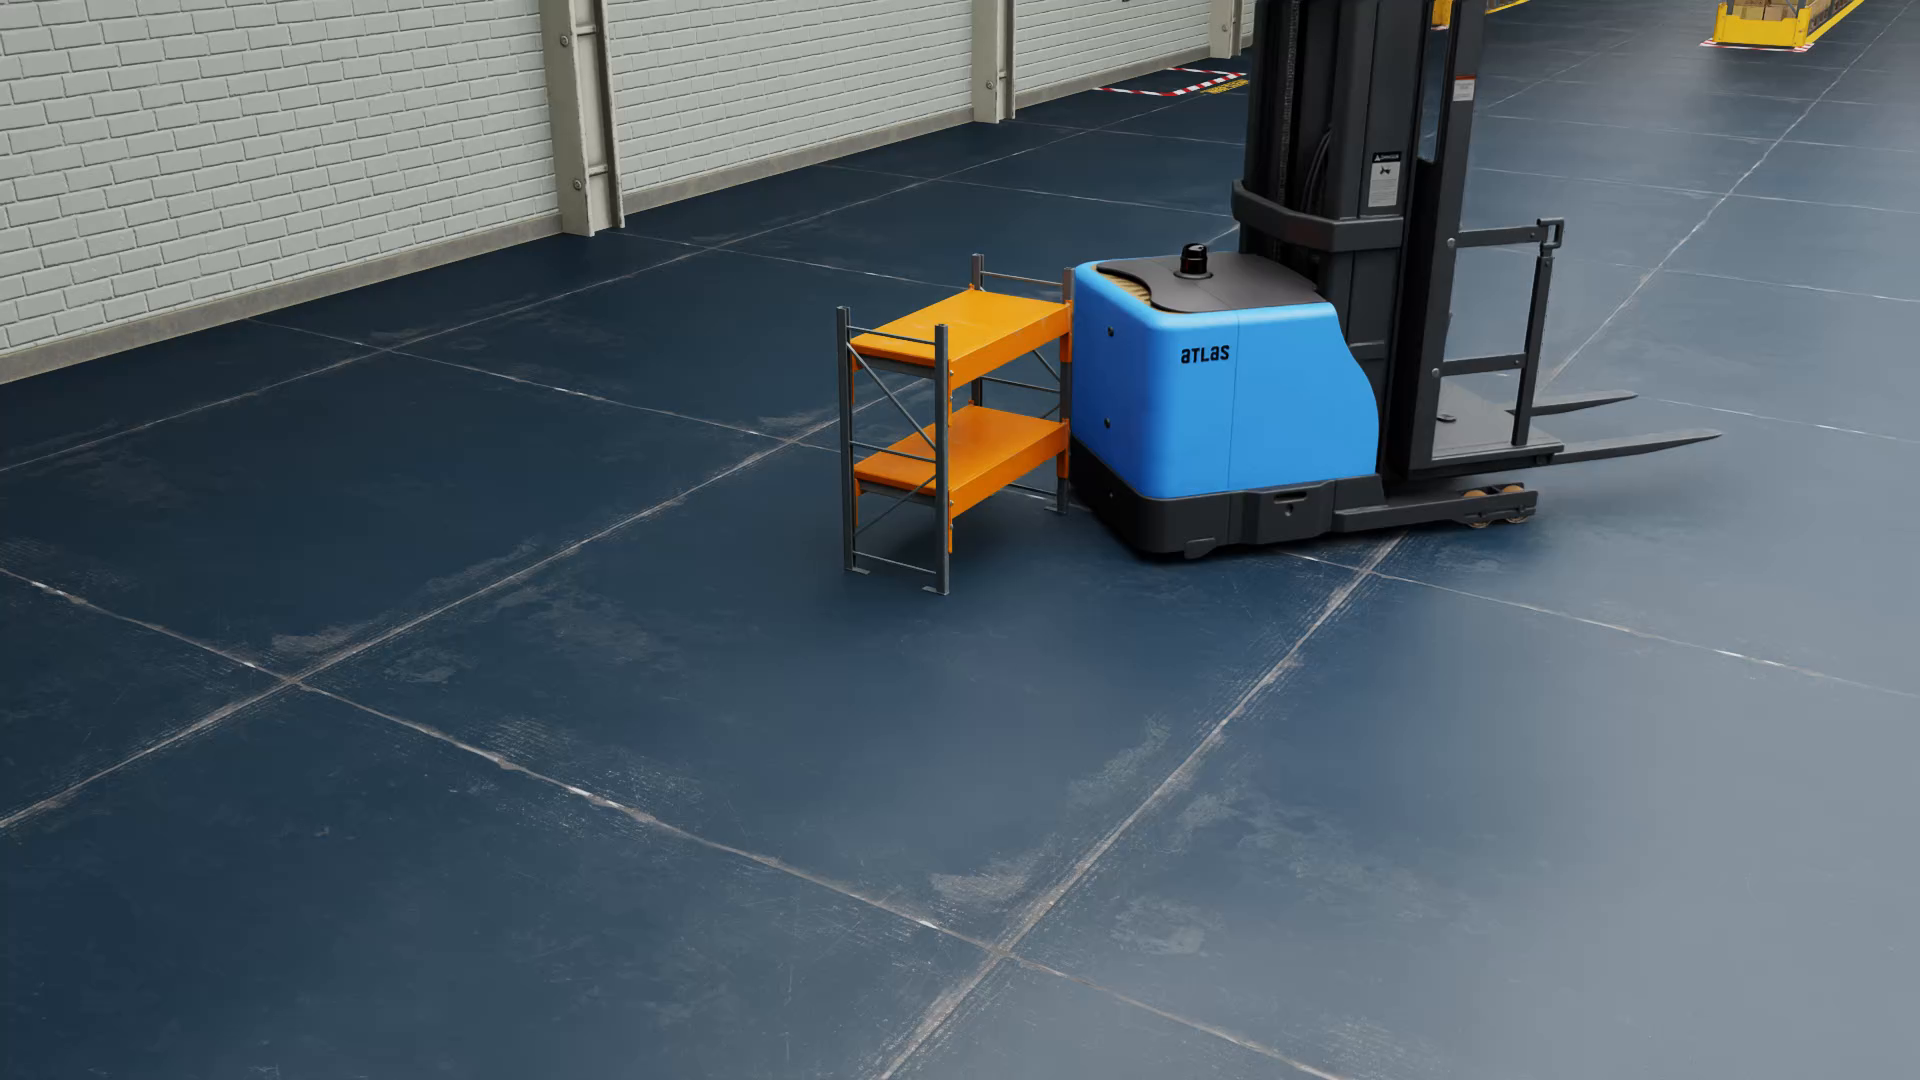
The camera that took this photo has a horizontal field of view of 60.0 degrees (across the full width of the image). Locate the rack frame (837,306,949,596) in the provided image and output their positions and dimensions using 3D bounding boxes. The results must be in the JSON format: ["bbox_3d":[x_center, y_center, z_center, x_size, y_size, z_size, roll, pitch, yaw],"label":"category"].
[{"bbox_3d":[-0.265,-0.347,6.635,0.500,1.125,0.032,14,27,29],"label":"rack frame"}]

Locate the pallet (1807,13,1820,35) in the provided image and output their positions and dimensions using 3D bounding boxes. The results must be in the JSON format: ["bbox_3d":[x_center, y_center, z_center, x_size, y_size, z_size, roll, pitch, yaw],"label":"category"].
[{"bbox_3d":[12.266,-7.781,24.958,1.003,0.211,1.213,14,27,29],"label":"pallet"}]

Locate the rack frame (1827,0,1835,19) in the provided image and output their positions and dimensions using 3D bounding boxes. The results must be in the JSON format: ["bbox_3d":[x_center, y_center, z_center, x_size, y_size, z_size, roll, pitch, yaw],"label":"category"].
[{"bbox_3d":[13.364,-9.734,25.959,1.000,3.000,0.127,14,27,29],"label":"rack frame"}]

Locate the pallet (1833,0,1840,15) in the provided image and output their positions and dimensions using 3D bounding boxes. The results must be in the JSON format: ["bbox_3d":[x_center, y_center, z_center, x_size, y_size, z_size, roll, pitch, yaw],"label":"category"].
[{"bbox_3d":[13.719,-8.711,27.106,1.003,0.211,1.213,14,27,29],"label":"pallet"}]

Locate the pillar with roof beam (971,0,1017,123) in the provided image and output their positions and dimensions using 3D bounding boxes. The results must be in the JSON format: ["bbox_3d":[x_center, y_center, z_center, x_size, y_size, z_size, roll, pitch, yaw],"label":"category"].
[{"bbox_3d":[4.005,-7.639,13.568,9.100,9.000,0.400,14,27,29],"label":"pillar with roof beam"}]

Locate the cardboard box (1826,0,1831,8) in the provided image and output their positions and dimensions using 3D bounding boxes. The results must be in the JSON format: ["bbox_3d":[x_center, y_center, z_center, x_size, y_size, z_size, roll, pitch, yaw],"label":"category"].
[{"bbox_3d":[13.305,-8.462,25.954,0.500,0.250,0.500,14,27,29],"label":"cardboard box"}]

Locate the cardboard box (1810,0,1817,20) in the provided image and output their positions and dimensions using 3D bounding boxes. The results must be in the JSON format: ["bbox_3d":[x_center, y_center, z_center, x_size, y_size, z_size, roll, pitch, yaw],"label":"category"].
[{"bbox_3d":[12.251,-7.787,24.395,0.500,0.250,0.500,14,27,29],"label":"cardboard box"}]

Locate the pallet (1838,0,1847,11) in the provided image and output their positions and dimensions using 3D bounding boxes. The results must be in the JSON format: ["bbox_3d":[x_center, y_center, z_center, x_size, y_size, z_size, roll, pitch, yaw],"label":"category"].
[{"bbox_3d":[14.362,-9.124,28.061,1.003,0.211,1.213,14,27,29],"label":"pallet"}]

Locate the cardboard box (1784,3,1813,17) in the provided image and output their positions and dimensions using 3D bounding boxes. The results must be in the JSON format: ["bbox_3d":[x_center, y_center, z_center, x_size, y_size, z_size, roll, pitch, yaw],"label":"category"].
[{"bbox_3d":[11.986,-7.618,24.005,0.500,0.250,0.500,14,27,29],"label":"cardboard box"}]

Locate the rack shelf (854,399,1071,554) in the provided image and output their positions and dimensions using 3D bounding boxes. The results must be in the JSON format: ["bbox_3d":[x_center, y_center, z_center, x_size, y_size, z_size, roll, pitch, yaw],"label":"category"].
[{"bbox_3d":[0.004,-0.294,7.129,0.538,0.278,1.000,14,27,29],"label":"rack shelf"}]

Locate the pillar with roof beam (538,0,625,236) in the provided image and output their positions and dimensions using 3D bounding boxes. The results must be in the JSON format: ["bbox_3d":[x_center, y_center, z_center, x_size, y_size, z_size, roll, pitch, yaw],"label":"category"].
[{"bbox_3d":[0.840,-5.614,8.891,9.100,9.000,0.400,14,27,29],"label":"pillar with roof beam"}]

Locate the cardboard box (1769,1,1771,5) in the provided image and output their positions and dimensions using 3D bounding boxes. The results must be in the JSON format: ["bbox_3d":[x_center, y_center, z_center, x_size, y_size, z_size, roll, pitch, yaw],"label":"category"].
[{"bbox_3d":[11.539,-7.729,24.260,0.500,0.250,0.500,14,27,29],"label":"cardboard box"}]

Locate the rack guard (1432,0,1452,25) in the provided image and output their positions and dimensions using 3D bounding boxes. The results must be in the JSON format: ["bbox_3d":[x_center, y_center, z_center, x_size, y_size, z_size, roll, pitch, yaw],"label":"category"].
[{"bbox_3d":[7.084,-8.299,25.791,1.175,0.500,0.348,14,27,29],"label":"rack guard"}]

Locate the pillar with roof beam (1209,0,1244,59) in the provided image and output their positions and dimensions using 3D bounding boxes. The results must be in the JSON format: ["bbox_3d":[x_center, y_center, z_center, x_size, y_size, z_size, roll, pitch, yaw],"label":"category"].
[{"bbox_3d":[7.170,-9.664,18.246,9.100,9.000,0.400,14,27,29],"label":"pillar with roof beam"}]

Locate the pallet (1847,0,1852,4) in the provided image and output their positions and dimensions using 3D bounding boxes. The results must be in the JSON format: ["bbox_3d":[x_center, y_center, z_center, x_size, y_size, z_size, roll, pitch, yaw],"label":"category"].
[{"bbox_3d":[15.007,-9.534,29.009,1.003,0.211,1.213,14,27,29],"label":"pallet"}]

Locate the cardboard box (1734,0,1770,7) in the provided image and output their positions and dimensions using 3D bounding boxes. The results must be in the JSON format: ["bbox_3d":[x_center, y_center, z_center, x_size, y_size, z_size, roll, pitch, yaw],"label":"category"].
[{"bbox_3d":[11.284,-7.902,23.716,0.500,0.500,0.500,14,27,29],"label":"cardboard box"}]

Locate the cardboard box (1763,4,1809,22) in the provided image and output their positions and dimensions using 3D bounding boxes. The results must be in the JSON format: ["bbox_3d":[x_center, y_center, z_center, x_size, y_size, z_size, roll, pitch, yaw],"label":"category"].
[{"bbox_3d":[11.726,-7.449,23.614,0.500,0.250,0.500,14,27,29],"label":"cardboard box"}]

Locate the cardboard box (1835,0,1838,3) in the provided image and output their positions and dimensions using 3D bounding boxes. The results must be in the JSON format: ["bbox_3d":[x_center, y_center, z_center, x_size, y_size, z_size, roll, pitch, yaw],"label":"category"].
[{"bbox_3d":[13.787,-8.749,26.616,0.500,0.250,0.500,13,27,28],"label":"cardboard box"}]

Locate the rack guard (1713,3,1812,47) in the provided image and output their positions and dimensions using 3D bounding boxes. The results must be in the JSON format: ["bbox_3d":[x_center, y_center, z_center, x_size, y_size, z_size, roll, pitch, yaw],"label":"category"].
[{"bbox_3d":[11.241,-7.228,23.318,1.175,0.500,0.348,14,27,29],"label":"rack guard"}]

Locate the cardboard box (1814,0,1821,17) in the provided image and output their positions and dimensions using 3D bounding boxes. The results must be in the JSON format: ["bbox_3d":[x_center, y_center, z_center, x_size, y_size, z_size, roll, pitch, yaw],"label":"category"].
[{"bbox_3d":[12.518,-7.955,24.782,0.500,0.250,0.500,14,27,29],"label":"cardboard box"}]

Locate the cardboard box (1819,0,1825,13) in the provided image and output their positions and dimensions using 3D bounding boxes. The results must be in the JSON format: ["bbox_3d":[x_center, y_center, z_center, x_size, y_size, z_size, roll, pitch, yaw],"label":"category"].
[{"bbox_3d":[12.782,-8.124,25.172,0.500,0.250,0.500,14,27,29],"label":"cardboard box"}]

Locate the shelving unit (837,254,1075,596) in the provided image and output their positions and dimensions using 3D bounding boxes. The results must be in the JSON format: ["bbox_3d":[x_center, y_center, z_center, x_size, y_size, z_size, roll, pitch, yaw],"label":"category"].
[{"bbox_3d":[0.004,-0.518,7.032,0.538,1.125,1.048,14,27,29],"label":"shelving unit"}]

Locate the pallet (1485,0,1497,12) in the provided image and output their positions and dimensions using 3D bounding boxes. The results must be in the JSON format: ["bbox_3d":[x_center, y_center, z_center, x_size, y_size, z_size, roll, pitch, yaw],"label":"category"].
[{"bbox_3d":[8.187,-8.843,27.412,1.003,0.211,1.213,14,27,29],"label":"pallet"}]

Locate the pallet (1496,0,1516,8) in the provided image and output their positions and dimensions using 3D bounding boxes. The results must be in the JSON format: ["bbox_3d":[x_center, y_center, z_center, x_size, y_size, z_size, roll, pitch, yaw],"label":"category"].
[{"bbox_3d":[8.829,-9.257,28.367,1.003,0.211,1.213,14,27,29],"label":"pallet"}]

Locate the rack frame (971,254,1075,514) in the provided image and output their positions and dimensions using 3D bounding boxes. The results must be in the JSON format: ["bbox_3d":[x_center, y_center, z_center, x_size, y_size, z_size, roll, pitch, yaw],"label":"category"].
[{"bbox_3d":[0.272,-0.690,7.428,0.500,1.125,0.032,14,27,29],"label":"rack frame"}]

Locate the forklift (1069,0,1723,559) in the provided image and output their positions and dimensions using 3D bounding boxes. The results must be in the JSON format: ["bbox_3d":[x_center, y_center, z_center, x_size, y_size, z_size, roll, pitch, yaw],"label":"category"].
[{"bbox_3d":[2.058,-1.589,7.231,3.031,2.935,1.130,-7,24,-16],"label":"forklift"}]

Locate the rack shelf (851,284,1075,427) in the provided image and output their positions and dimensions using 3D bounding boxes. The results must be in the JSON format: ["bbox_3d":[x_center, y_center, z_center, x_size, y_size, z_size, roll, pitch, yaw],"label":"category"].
[{"bbox_3d":[0.004,-0.787,6.916,0.538,0.278,1.000,14,27,29],"label":"rack shelf"}]

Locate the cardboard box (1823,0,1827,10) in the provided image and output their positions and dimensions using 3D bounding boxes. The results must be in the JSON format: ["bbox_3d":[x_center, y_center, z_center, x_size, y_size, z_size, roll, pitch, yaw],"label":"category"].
[{"bbox_3d":[13.033,-8.296,25.569,0.500,0.250,0.500,14,27,29],"label":"cardboard box"}]

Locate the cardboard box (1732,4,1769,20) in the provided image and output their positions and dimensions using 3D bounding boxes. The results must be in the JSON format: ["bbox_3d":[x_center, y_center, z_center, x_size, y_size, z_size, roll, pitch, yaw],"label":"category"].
[{"bbox_3d":[11.286,-7.557,23.864,0.500,0.250,0.500,14,27,29],"label":"cardboard box"}]

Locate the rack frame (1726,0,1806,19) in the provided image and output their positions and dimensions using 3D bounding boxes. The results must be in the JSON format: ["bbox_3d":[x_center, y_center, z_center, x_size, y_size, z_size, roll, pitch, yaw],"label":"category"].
[{"bbox_3d":[11.254,-8.384,22.840,1.000,3.000,0.127,14,27,29],"label":"rack frame"}]

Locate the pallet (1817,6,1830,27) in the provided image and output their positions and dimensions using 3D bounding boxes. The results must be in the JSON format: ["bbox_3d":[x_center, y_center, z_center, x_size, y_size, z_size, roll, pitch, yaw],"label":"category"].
[{"bbox_3d":[12.909,-8.194,25.913,1.003,0.211,1.213,14,27,29],"label":"pallet"}]

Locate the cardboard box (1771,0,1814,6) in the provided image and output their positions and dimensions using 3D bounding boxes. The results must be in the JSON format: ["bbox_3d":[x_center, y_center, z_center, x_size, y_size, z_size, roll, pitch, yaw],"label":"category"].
[{"bbox_3d":[11.988,-7.962,23.855,0.500,0.500,0.500,14,27,29],"label":"cardboard box"}]
